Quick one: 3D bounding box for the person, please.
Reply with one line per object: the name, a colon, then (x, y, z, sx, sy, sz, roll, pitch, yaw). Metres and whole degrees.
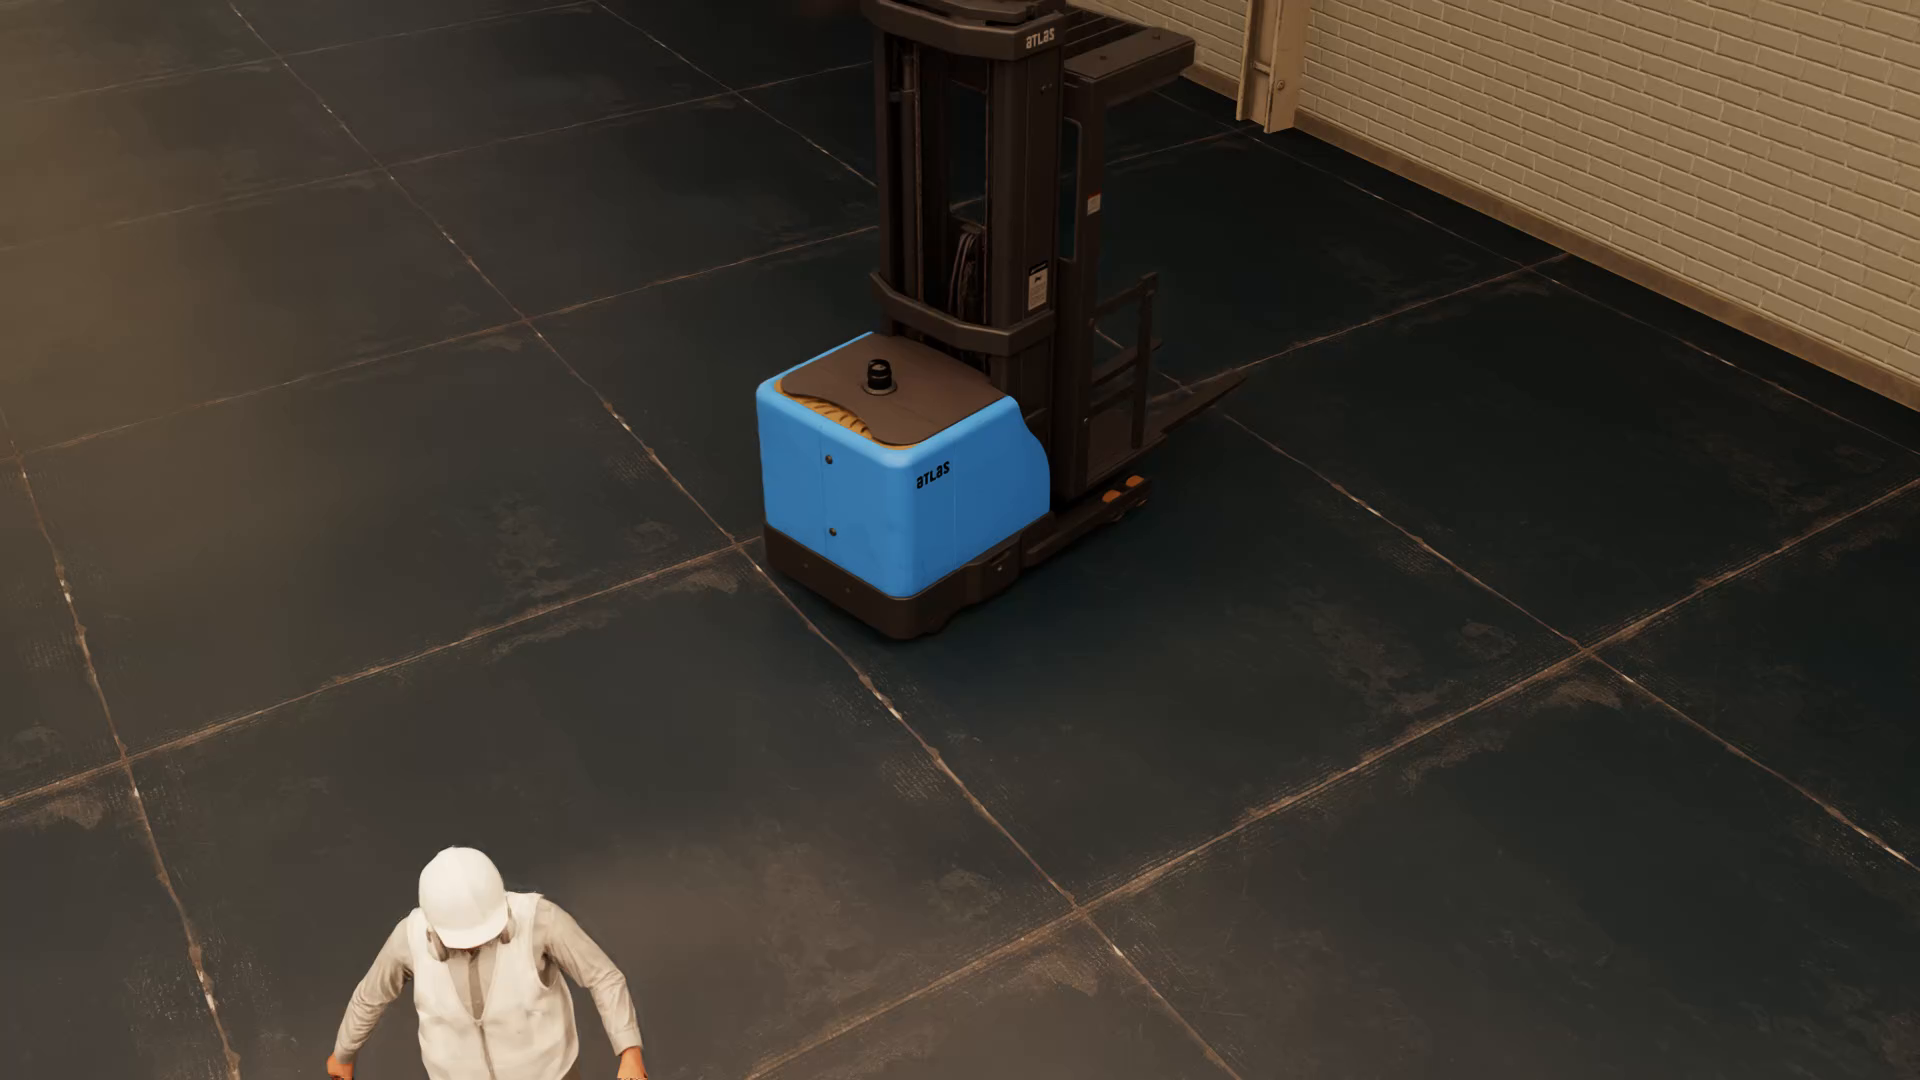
person: (-1.387, 1.612, 4.903, 0.967, 1.758, 0.721, -6, 36, -8)

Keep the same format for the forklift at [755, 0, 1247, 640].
forklift: (0.390, -1.480, 8.254, 1.130, 2.935, 3.031, 29, 44, 34)
